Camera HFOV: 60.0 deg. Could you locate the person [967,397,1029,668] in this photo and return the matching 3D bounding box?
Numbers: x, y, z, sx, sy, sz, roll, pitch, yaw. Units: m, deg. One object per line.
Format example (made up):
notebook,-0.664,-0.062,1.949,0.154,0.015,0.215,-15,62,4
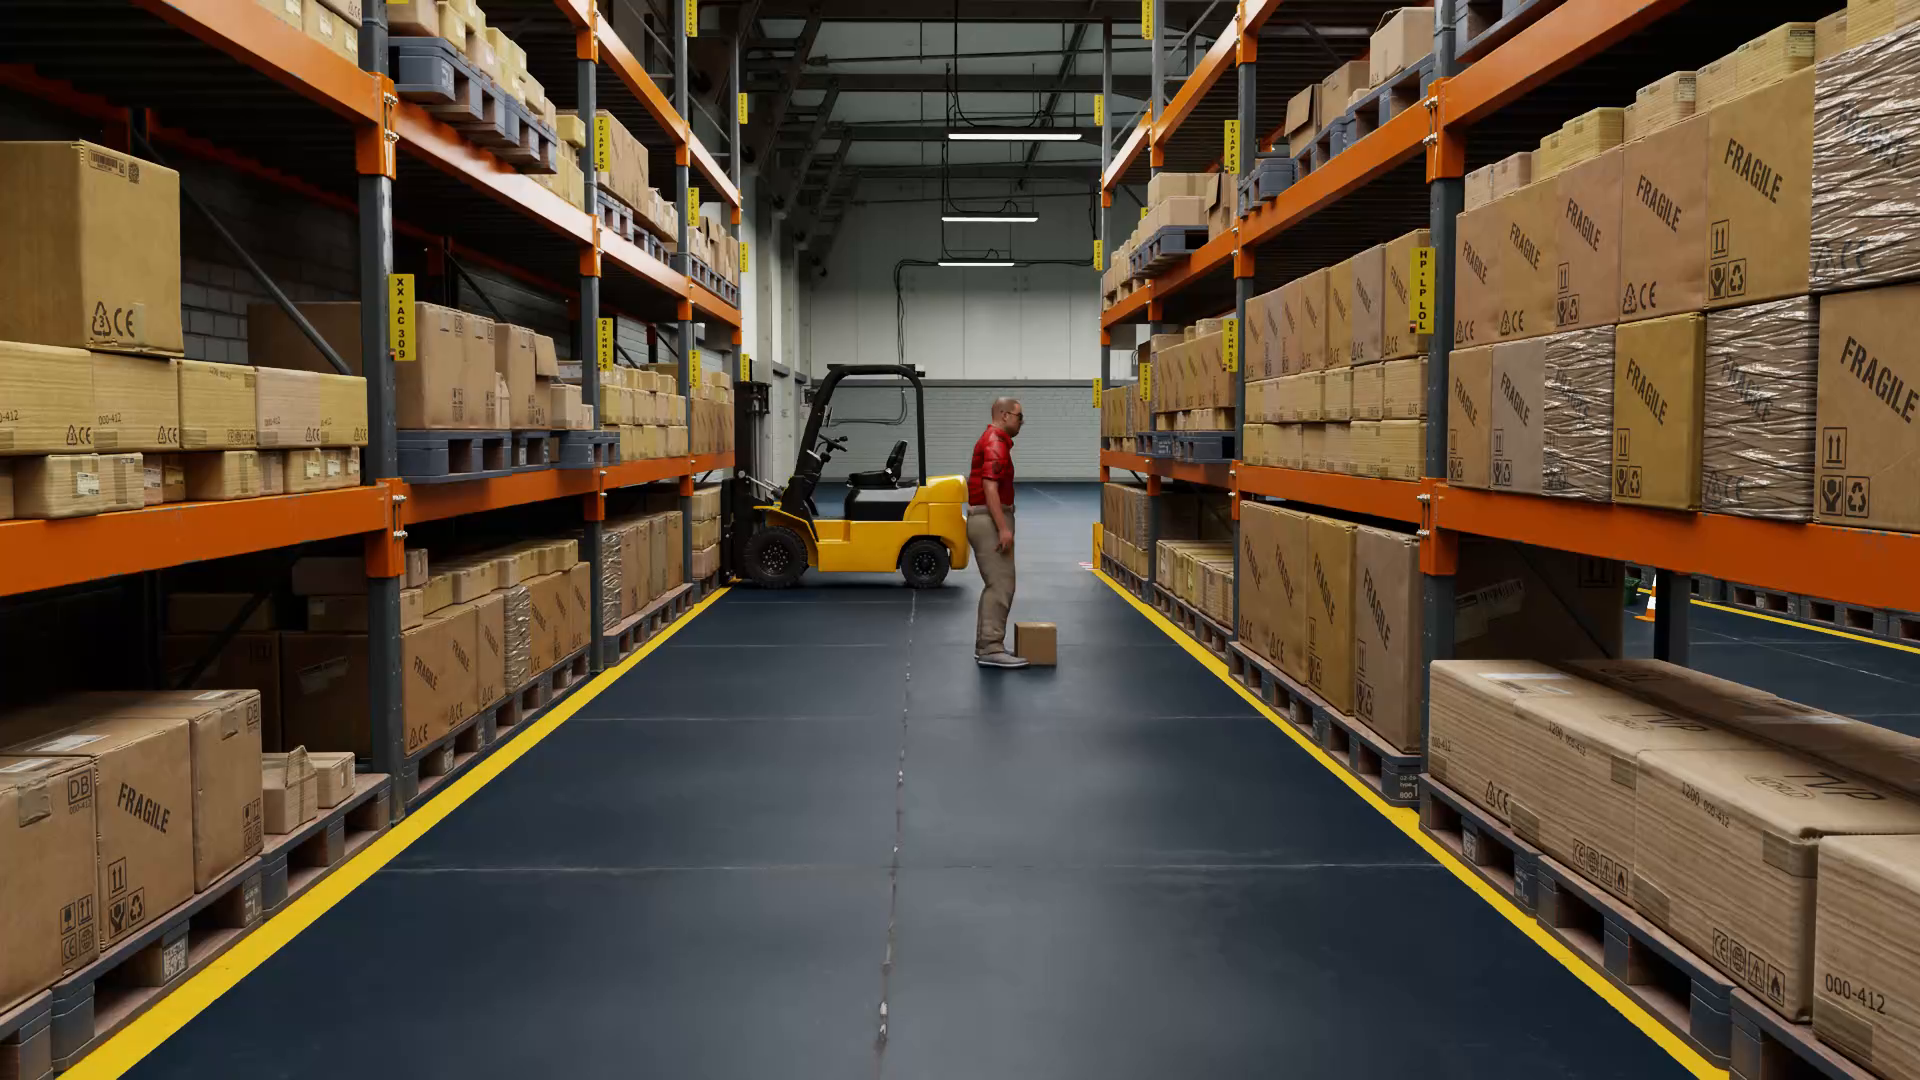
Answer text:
person,0.240,-0.062,10.783,0.392,1.727,0.585,0,4,-1
